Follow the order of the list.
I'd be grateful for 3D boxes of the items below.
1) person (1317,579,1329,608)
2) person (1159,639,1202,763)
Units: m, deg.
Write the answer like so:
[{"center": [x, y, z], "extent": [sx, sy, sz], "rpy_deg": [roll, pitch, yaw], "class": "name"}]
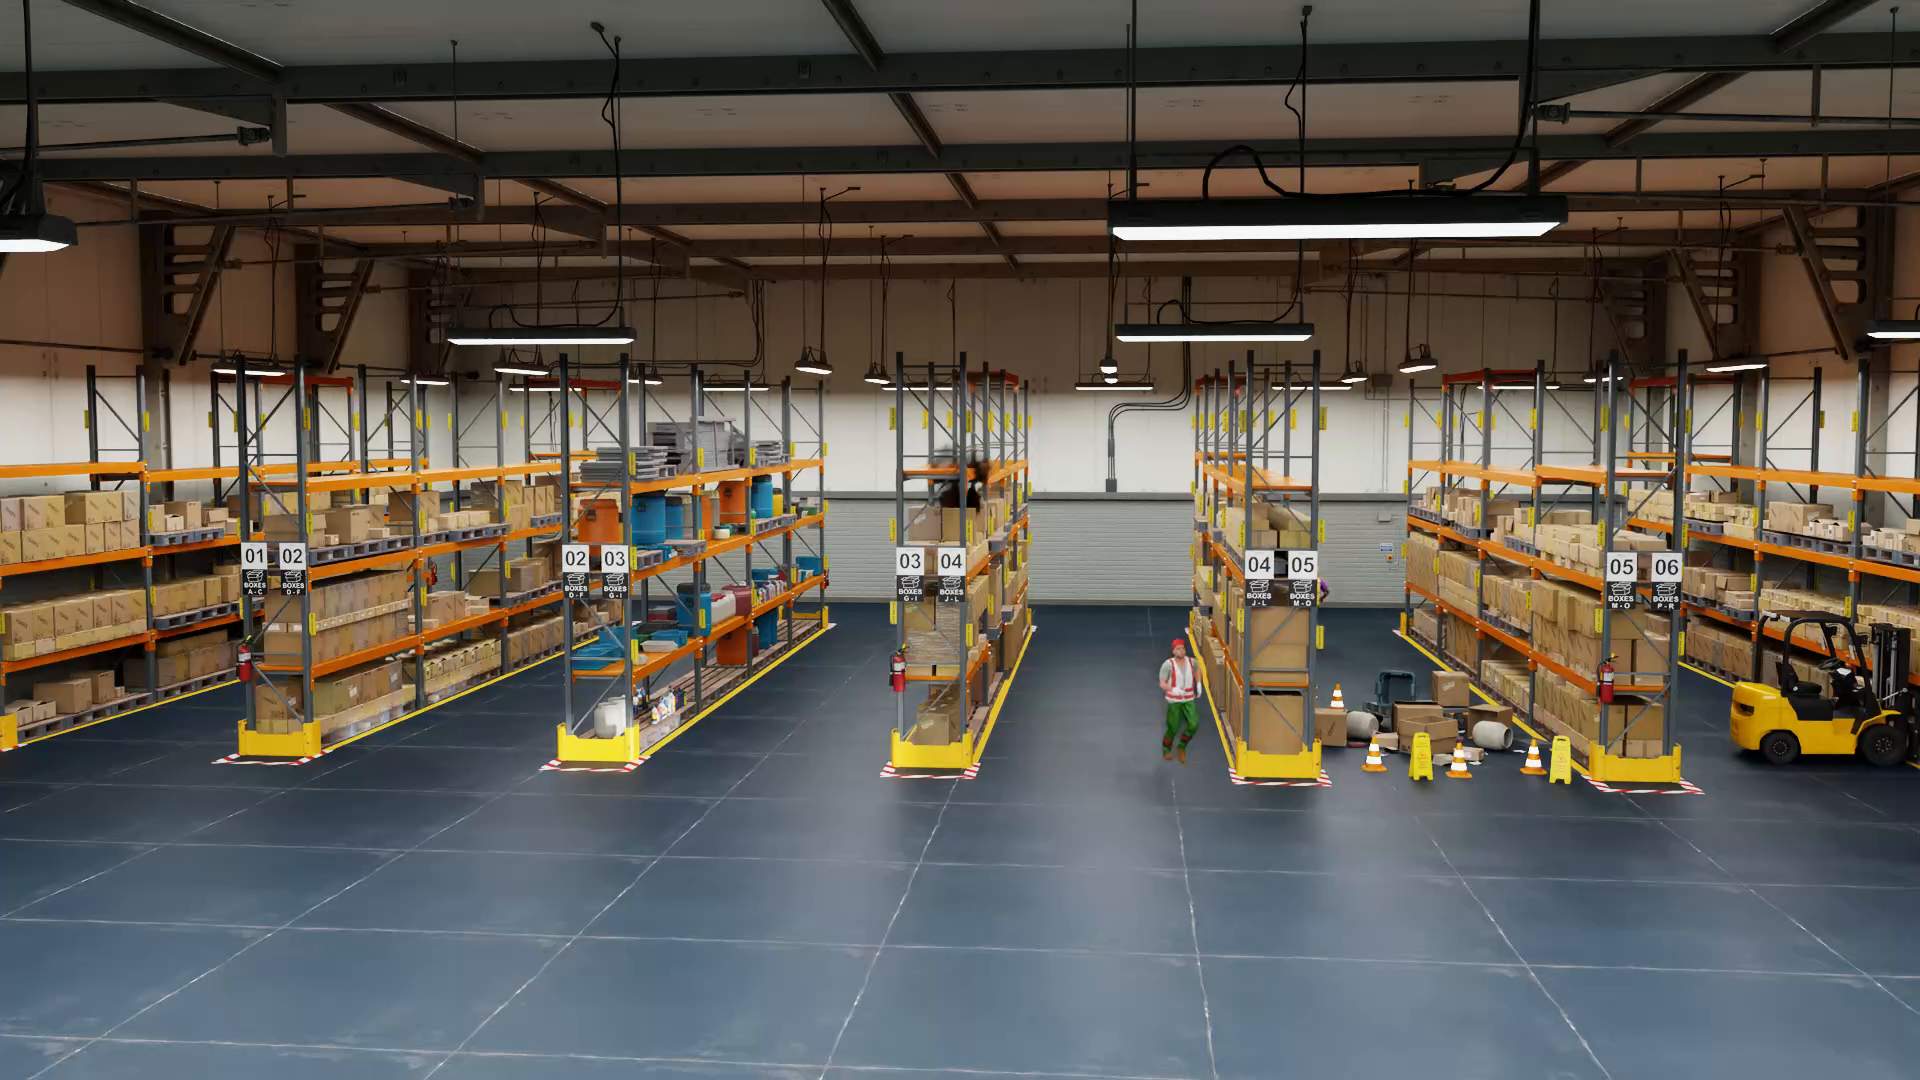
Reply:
[{"center": [7.903, 1.479, 37.444], "extent": [0.700, 1.761, 0.872], "rpy_deg": [0, 4, -6], "class": "person"}, {"center": [3.077, 2.233, 23.025], "extent": [0.683, 1.750, 0.782], "rpy_deg": [-1, 4, -11], "class": "person"}]
